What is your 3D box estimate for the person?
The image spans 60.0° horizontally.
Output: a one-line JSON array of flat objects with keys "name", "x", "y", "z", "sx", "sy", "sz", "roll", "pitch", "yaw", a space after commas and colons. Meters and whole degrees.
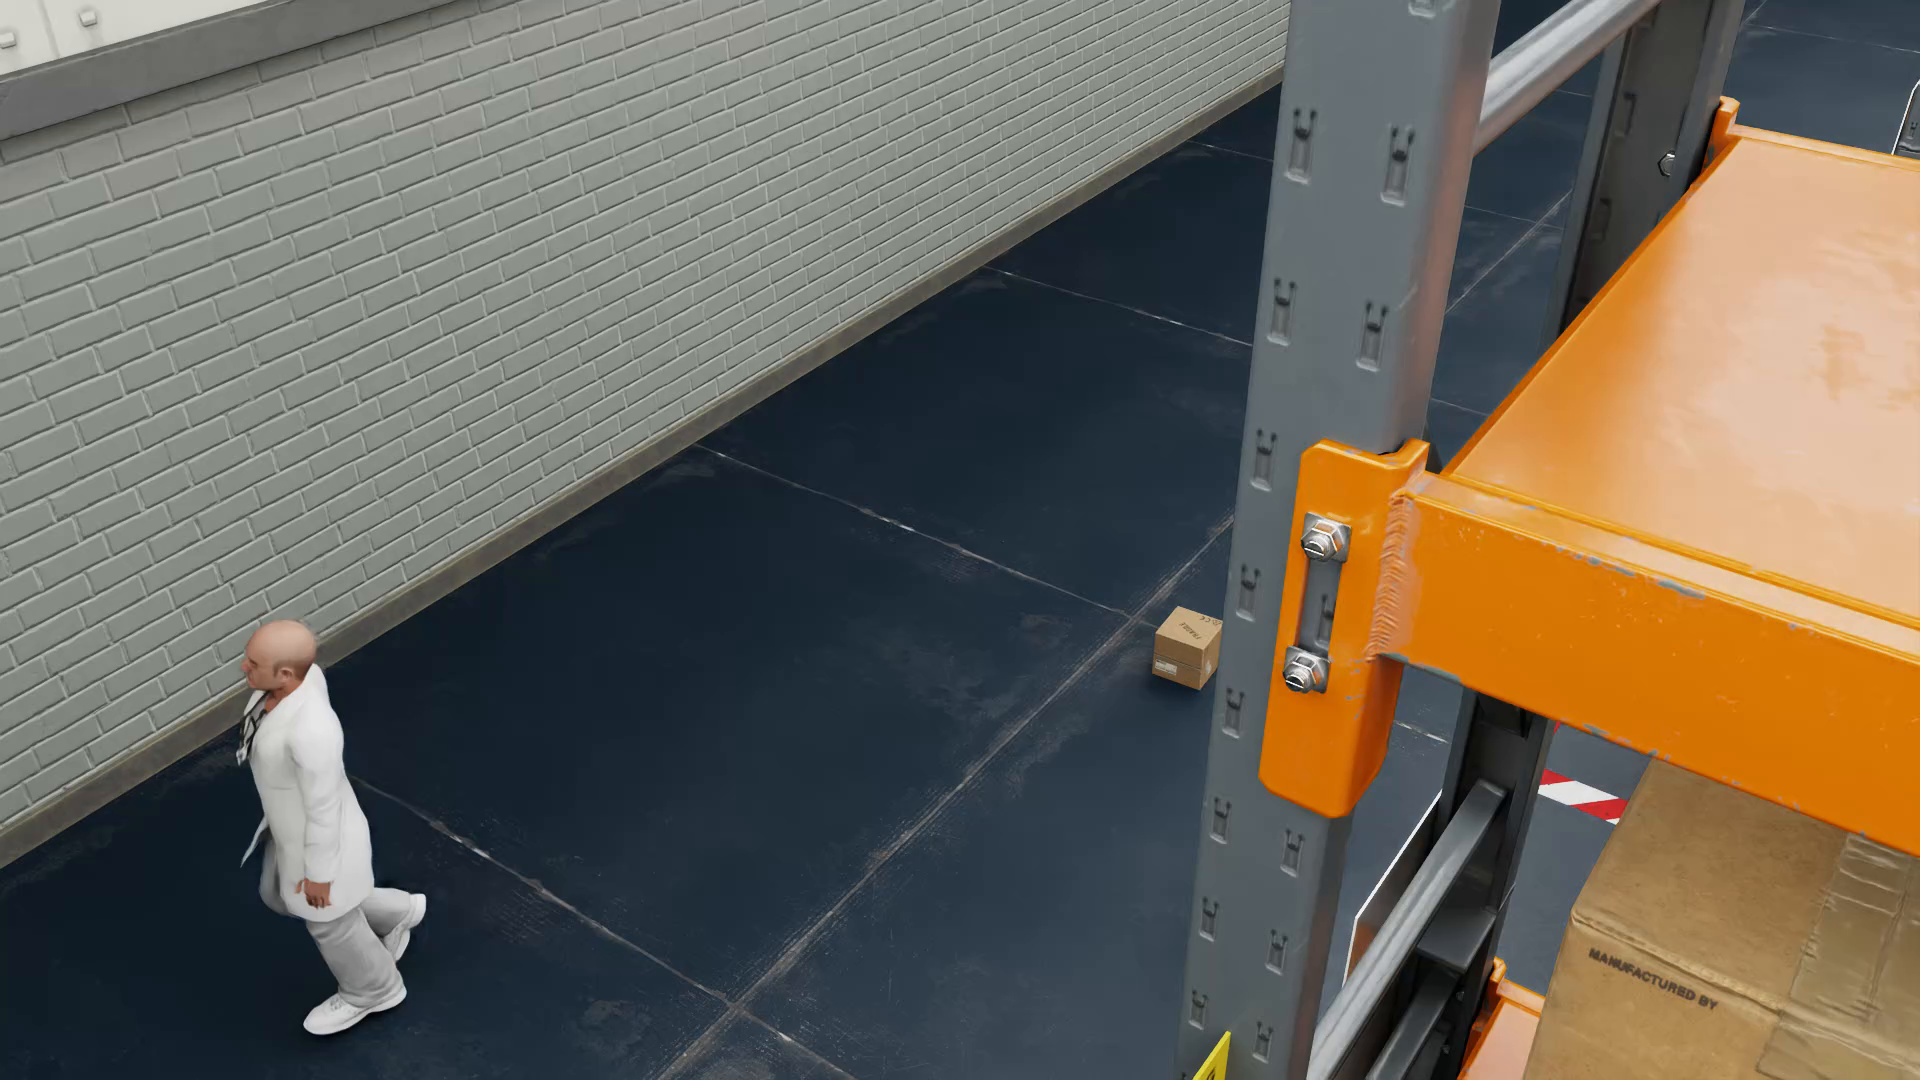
[{"name": "person", "x": -2.226, "y": 1.005, "z": 5.808, "sx": 0.568, "sy": 1.765, "sz": 0.571, "roll": -19, "pitch": 38, "yaw": -25}]
